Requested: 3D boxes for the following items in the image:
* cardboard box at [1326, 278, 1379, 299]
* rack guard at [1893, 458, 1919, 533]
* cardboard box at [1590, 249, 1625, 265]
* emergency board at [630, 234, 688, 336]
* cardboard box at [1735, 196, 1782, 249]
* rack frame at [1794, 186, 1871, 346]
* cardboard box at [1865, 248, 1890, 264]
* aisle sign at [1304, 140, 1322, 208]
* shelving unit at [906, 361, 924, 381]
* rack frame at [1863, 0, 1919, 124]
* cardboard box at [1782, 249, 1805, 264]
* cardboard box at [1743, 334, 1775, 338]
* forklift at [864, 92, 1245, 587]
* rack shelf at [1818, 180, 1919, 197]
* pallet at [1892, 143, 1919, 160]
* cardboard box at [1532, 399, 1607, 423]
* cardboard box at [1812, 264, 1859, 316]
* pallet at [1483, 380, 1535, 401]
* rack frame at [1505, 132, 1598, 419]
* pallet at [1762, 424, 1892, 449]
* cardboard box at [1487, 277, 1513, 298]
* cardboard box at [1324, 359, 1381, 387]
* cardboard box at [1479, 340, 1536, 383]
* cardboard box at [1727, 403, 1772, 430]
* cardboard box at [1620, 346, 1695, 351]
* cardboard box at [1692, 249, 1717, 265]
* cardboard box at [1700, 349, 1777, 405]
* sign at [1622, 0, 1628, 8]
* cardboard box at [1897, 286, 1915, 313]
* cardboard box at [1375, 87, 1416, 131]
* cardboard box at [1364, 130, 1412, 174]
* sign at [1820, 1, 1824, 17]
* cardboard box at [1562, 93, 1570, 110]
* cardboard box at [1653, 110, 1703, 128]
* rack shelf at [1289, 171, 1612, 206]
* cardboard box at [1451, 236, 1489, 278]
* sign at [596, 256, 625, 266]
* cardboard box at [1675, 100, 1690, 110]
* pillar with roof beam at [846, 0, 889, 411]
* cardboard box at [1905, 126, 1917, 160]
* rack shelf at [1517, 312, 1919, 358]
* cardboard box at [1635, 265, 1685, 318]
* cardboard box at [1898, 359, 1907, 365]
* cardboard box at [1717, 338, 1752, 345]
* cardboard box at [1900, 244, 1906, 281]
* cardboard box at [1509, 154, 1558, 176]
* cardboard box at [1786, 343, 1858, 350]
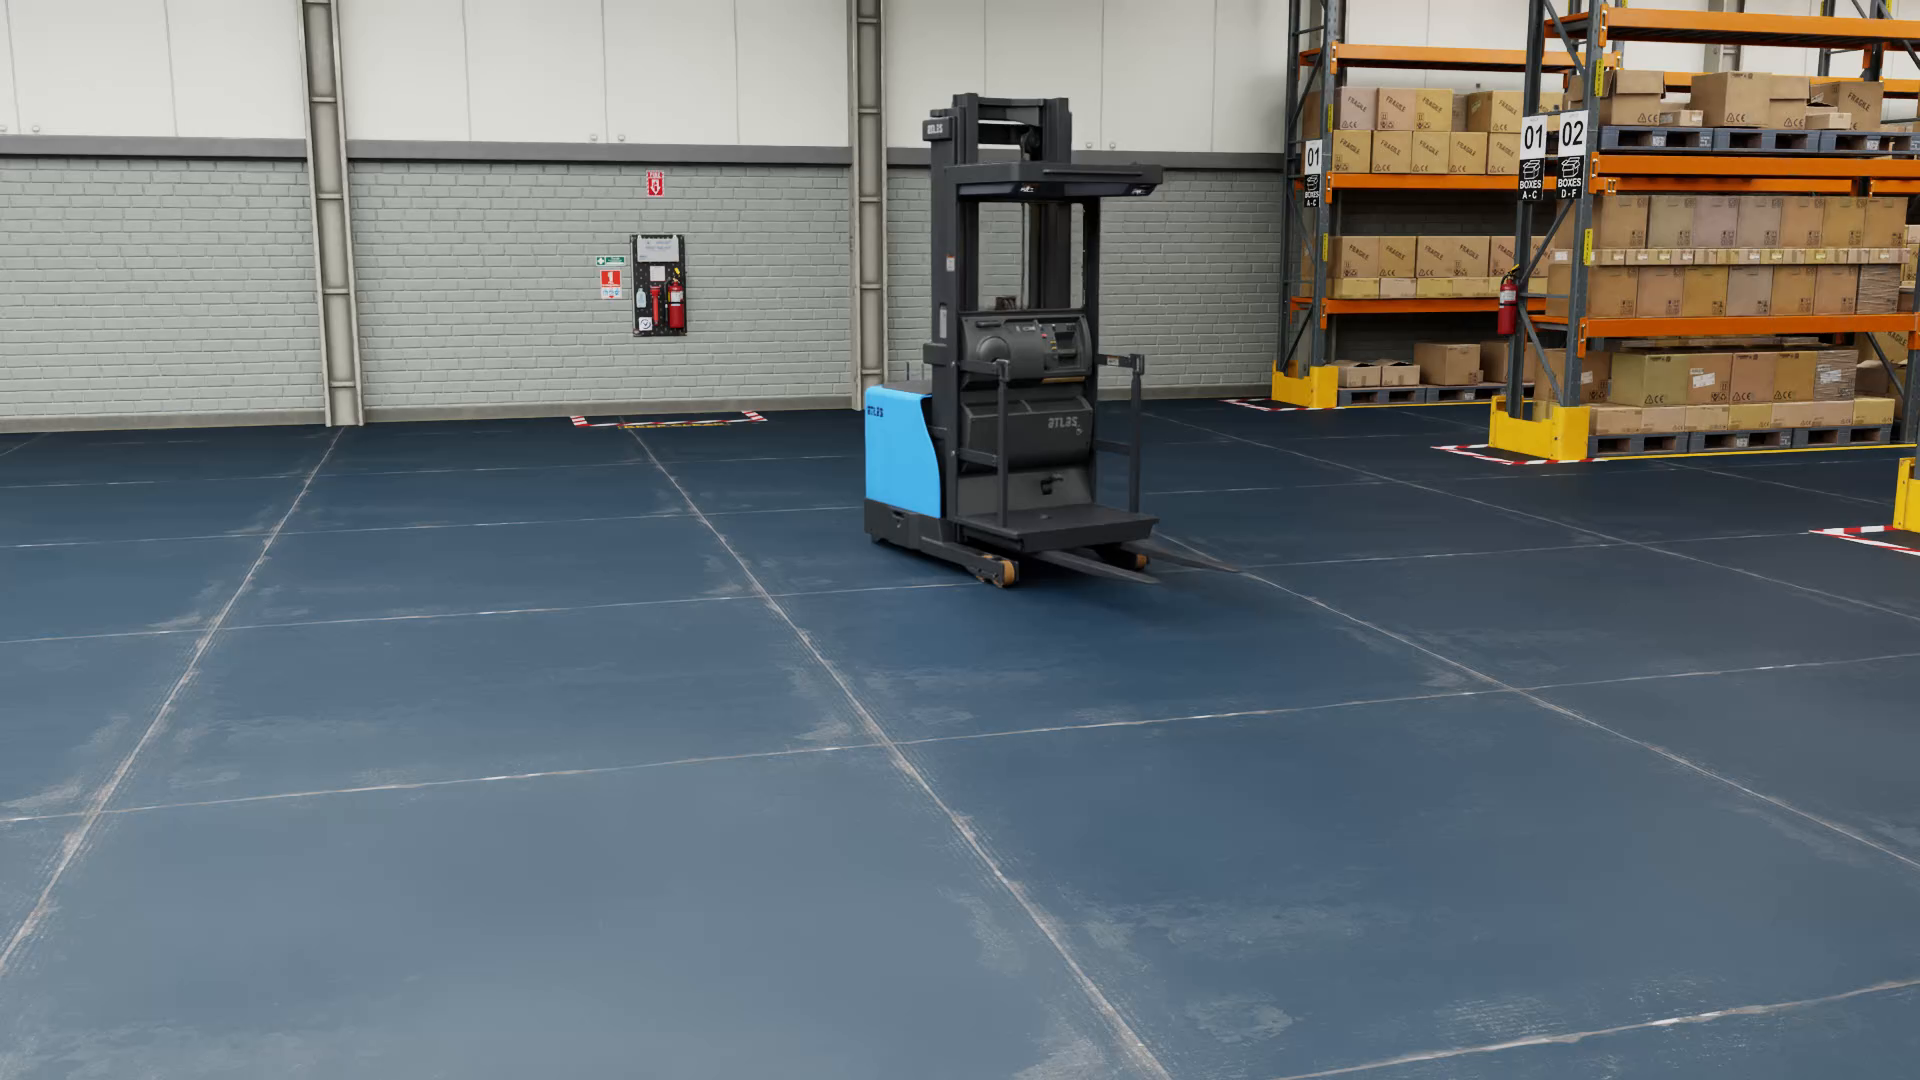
[{"bbox_3d":[4.794,-3.093,20.424,0.500,0.250,0.500,-3,11,-18],"label":"cardboard box"},{"bbox_3d":[7.065,-0.248,11.514,0.348,0.500,1.175,-3,11,-16],"label":"rack guard"},{"bbox_3d":[6.062,-2.677,15.738,0.250,0.149,0.380,-3,11,-16],"label":"cardboard box"},{"bbox_3d":[-3.477,-2.952,19.294,0.643,1.169,0.194,-3,11,-16],"label":"emergency board"},{"bbox_3d":[7.595,-3.117,16.332,0.500,0.500,0.700,-3,11,-16],"label":"cardboard box"},{"bbox_3d":[11.918,-3.593,22.777,0.127,3.000,1.000,-3,11,-16],"label":"rack frame"},{"bbox_3d":[9.026,-2.834,16.590,0.250,0.149,0.380,-3,11,-17],"label":"cardboard box"},{"bbox_3d":[4.251,-4.410,20.039,0.004,0.787,0.394,-3,11,-16],"label":"aisle sign"},{"bbox_3d":[-0.105,-0.681,11.933,0.503,1.200,0.258,-6,12,-29],"label":"shelving unit"},{"bbox_3d":[9.465,-5.480,16.457,0.127,3.000,1.000,-3,11,-16],"label":"rack frame"},{"bbox_3d":[8.044,-2.782,16.308,0.250,0.149,0.380,-3,11,-14],"label":"cardboard box"},{"bbox_3d":[10.676,-2.885,22.551,0.500,0.250,0.500,-3,11,-15],"label":"cardboard box"},{"bbox_3d":[0.537,-1.252,10.254,1.130,2.935,3.031,-6,12,-31],"label":"forklift"},{"bbox_3d":[13.838,-4.815,23.120,4.000,0.370,1.077,-3,11,-16],"label":"rack shelf"},{"bbox_3d":[10.308,-3.957,17.001,1.217,0.209,0.805,-3,11,-18],"label":"pallet"},{"bbox_3d":[6.057,-1.260,16.538,0.500,0.250,0.500,-3,11,-16],"label":"cardboard box"},{"bbox_3d":[8.536,-2.527,16.712,0.500,0.500,0.700,-3,11,-17],"label":"cardboard box"},{"bbox_3d":[7.442,-1.979,21.711,1.213,0.211,1.003,-3,11,-16],"label":"pallet"},{"bbox_3d":[5.625,-2.327,15.901,0.127,3.000,1.000,-3,11,-16],"label":"rack frame"},{"bbox_3d":[8.690,-1.125,17.074,1.213,0.211,1.003,-3,11,-16],"label":"pallet"},{"bbox_3d":[6.748,-3.198,20.990,0.500,0.250,0.500,-3,11,-16],"label":"cardboard box"},{"bbox_3d":[4.926,-2.101,20.886,0.500,0.311,0.500,-4,11,-22],"label":"cardboard box"},{"bbox_3d":[7.092,-2.318,21.540,0.500,0.500,0.500,-4,11,-20],"label":"cardboard box"},{"bbox_3d":[7.642,-1.245,16.460,0.500,0.250,0.500,-3,11,-16],"label":"cardboard box"},{"bbox_3d":[7.012,-1.682,16.761,0.500,0.500,0.500,-3,11,-16],"label":"cardboard box"},{"bbox_3d":[7.052,-2.730,16.023,0.250,0.149,0.380,-3,11,-18],"label":"cardboard box"},{"bbox_3d":[7.643,-1.614,16.391,0.500,0.500,0.500,-3,11,-16],"label":"cardboard box"},{"bbox_3d":[8.211,-6.744,20.525,0.005,0.325,0.100,-3,11,-16],"label":"sign"},{"bbox_3d":[9.926,-2.488,17.191,0.500,0.250,0.500,-2,11,-12],"label":"cardboard box"},{"bbox_3d":[5.170,-5.208,20.171,0.500,0.500,0.500,-3,11,-17],"label":"cardboard box"},{"bbox_3d":[5.153,-4.716,20.265,0.500,0.500,0.500,-2,11,-12],"label":"cardboard box"},{"bbox_3d":[11.759,-7.177,22.658,0.005,0.325,0.100,-3,11,-16],"label":"sign"},{"bbox_3d":[7.672,-5.344,20.910,0.500,0.500,0.500,-4,11,-21],"label":"cardboard box"},{"bbox_3d":[6.803,-3.983,15.758,0.250,0.149,0.380,-3,11,-16],"label":"cardboard box"},{"bbox_3d":[6.157,-4.410,20.921,4.000,0.370,1.077,-3,11,-16],"label":"rack shelf"},{"bbox_3d":[6.246,-3.541,20.784,0.500,0.500,0.500,-3,11,-14],"label":"cardboard box"},{"bbox_3d":[-4.030,-3.218,19.181,0.331,0.109,0.001,-3,11,-16],"label":"sign"},{"bbox_3d":[7.190,-4.166,16.305,0.500,0.311,0.500,-2,11,-9],"label":"cardboard box"},{"bbox_3d":[0.109,-5.272,15.329,0.400,9.000,9.100,-3,11,-16],"label":"pillar with roof beam"},{"bbox_3d":[12.861,-5.404,22.839,0.500,0.500,0.700,-4,11,-19],"label":"cardboard box"},{"bbox_3d":[7.545,-2.074,16.516,4.000,0.370,1.077,-3,11,-16],"label":"rack shelf"},{"bbox_3d":[6.579,-2.425,16.157,0.500,0.500,0.700,-3,11,-14],"label":"cardboard box"},{"bbox_3d":[10.272,-1.757,17.692,0.500,0.311,0.500,-3,11,-14],"label":"cardboard box"},{"bbox_3d":[10.245,-2.498,22.521,0.500,0.500,0.700,-3,11,-16],"label":"cardboard box"},{"bbox_3d":[12.456,-3.778,22.631,0.500,0.500,0.500,-3,11,-14],"label":"cardboard box"},{"bbox_3d":[7.172,-4.833,20.895,0.500,0.500,0.500,-4,11,-21],"label":"cardboard box"},{"bbox_3d":[8.932,-1.783,17.312,0.500,0.500,0.500,-3,11,-16],"label":"cardboard box"}]
